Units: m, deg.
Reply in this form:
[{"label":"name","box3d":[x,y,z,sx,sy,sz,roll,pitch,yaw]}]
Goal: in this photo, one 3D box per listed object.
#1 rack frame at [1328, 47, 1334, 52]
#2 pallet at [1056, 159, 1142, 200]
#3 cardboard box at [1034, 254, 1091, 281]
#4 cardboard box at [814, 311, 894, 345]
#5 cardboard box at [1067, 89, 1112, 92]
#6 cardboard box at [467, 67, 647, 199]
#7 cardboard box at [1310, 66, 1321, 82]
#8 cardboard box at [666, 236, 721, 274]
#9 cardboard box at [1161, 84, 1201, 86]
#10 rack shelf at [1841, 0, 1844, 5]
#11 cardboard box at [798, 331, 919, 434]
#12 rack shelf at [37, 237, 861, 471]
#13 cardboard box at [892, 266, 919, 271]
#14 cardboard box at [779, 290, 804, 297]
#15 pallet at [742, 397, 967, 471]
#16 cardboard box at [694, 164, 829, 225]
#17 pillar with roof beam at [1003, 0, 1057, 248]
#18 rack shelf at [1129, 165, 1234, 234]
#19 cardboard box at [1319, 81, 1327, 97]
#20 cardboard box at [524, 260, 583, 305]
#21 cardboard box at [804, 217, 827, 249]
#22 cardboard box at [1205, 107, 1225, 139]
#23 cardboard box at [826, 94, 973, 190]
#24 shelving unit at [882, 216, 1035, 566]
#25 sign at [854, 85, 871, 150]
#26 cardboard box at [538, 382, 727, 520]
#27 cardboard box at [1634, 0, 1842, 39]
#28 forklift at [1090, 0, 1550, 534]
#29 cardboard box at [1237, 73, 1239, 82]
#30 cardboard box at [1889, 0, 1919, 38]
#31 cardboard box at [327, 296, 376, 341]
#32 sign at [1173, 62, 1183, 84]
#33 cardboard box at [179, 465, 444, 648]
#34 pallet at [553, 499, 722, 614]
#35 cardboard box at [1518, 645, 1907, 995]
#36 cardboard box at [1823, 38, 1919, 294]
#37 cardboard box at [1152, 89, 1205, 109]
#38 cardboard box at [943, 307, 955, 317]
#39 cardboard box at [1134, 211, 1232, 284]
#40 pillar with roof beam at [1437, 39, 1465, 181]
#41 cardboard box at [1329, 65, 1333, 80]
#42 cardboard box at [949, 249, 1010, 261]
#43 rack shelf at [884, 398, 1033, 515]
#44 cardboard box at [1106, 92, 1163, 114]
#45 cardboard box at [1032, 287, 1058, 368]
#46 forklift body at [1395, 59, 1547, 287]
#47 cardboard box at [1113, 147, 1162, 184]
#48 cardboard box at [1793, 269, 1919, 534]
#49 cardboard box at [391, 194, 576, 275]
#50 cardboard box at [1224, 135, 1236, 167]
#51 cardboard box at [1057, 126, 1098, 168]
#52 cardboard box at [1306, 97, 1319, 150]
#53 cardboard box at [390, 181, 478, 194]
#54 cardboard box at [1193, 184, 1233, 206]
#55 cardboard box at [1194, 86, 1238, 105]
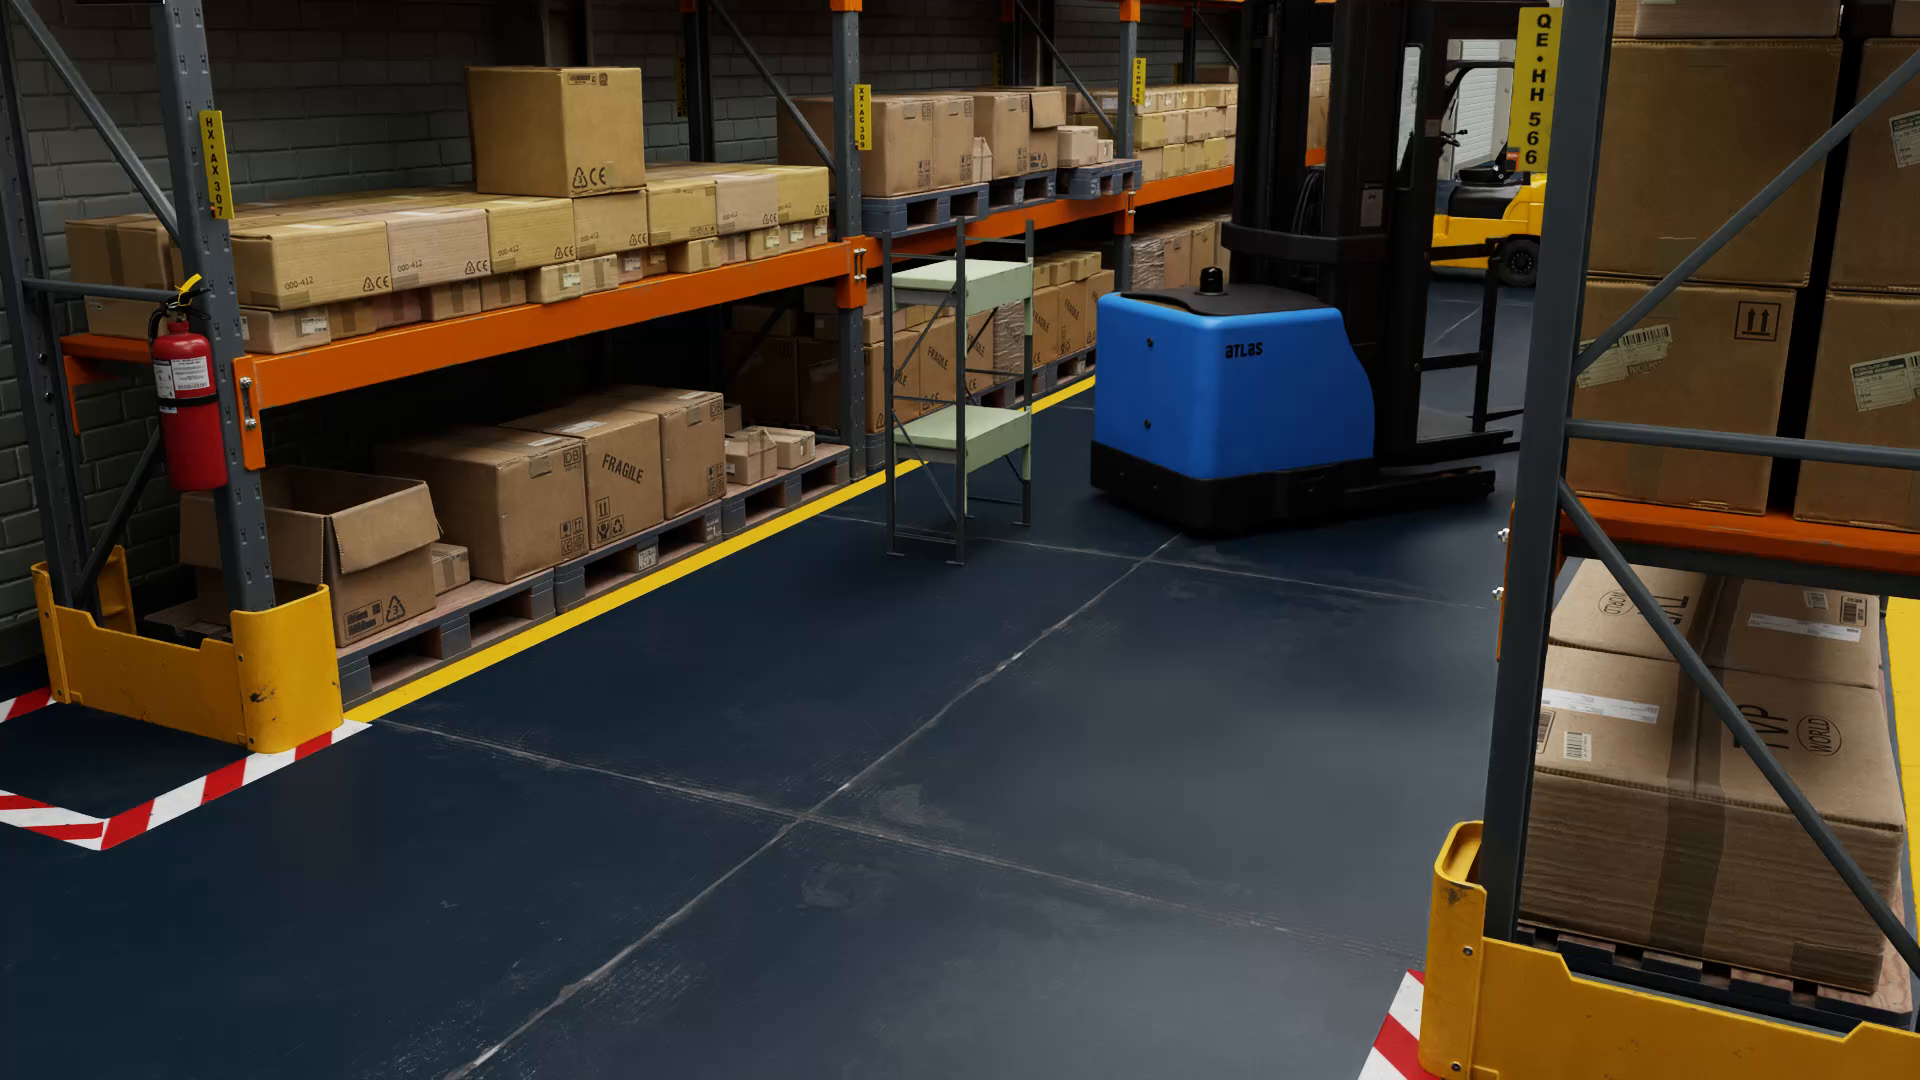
[{"label":"rack frame","box3d":[4.370,-4.885,19.203,1.000,3.000,0.127,8,18,25]},{"label":"pallet","box3d":[0.555,-2.574,11.758,1.213,0.211,1.003,8,18,25]},{"label":"cardboard box","box3d":[0.707,-1.930,11.766,0.380,0.149,0.250,7,18,23]},{"label":"cardboard box","box3d":[-0.594,-1.200,9.309,0.380,0.149,0.250,9,19,28]},{"label":"cardboard box","box3d":[0.994,-3.525,13.310,0.380,0.149,0.250,8,18,24]},{"label":"cardboard box","box3d":[-1.666,-1.703,6.914,0.500,0.500,0.500,9,19,27]},{"label":"cardboard box","box3d":[3.339,-4.608,16.432,0.380,0.149,0.250,9,19,27]},{"label":"cardboard box","box3d":[-1.331,-1.324,7.656,0.380,0.149,0.250,8,18,25]},{"label":"cardboard box","box3d":[1.954,-4.038,15.035,0.380,0.149,0.250,8,18,25]},{"label":"rack shelf","box3d":[7.918,-4.838,15.040,1.077,0.370,4.000,8,18,25]},{"label":"cardboard box","box3d":[-0.575,-0.926,9.526,0.500,0.500,0.500,9,19,28]},{"label":"rack shelf","box3d":[-1.886,-0.974,7.299,1.077,0.370,4.000,8,18,25]},{"label":"cardboard box","box3d":[-0.247,-1.732,11.100,0.380,0.149,0.250,8,18,26]},{"label":"cardboard box","box3d":[-0.872,-1.403,9.995,0.380,0.149,0.250,8,18,26]},{"label":"pallet","box3d":[-0.663,-0.704,10.023,1.003,0.211,1.213,8,18,25]},{"label":"cardboard box","box3d":[-1.002,-1.738,8.350,0.500,0.250,0.500,9,19,27]},{"label":"pillar with roof beam","box3d":[4.423,-5.622,11.148,9.100,9.000,0.400,8,18,25]},{"label":"rack shelf","box3d":[1.689,-3.012,14.160,1.077,0.370,4.000,8,18,25]},{"label":"cardboard box","box3d":[3.461,-4.529,16.689,0.380,0.149,0.250,8,18,25]},{"label":"cardboard box","box3d":[-1.767,-1.060,6.765,0.380,0.149,0.250,8,18,24]},{"label":"cardboard box","box3d":[-0.909,-1.595,8.566,0.380,0.149,0.250,8,18,26]},{"label":"cardboard box","box3d":[1.892,-3.489,13.887,0.500,0.250,0.500,8,18,26]},{"label":"cardboard box","box3d":[-0.345,-2.304,9.601,0.700,0.500,0.500,8,18,26]},{"label":"shelving unit","box3d":[0.003,-0.721,7.817,0.431,1.500,0.755,8,18,25]},{"label":"sign","box3d":[-0.503,-2.176,8.563,0.100,0.325,0.005,8,18,25]},{"label":"cardboard box","box3d":[-1.541,-0.433,7.868,0.700,0.500,0.500,7,18,23]},{"label":"cardboard box","box3d":[1.644,-1.134,3.503,0.380,0.149,0.250,8,18,26]},{"label":"forklift","box3d":[2.233,-1.712,8.639,3.031,2.935,1.130,-8,19,-26]},{"label":"cardboard box","box3d":[2.604,-4.546,16.224,0.380,0.149,0.250,8,18,24]},{"label":"cardboard box","box3d":[2.069,-1.072,3.295,0.380,0.149,0.250,9,19,27]},{"label":"cardboard box","box3d":[-2.315,-0.809,5.919,0.380,0.149,0.250,9,19,27]},{"label":"sign","box3d":[2.085,-4.389,15.874,0.100,0.325,0.005,8,18,25]},{"label":"cardboard box","box3d":[-2.422,0.042,6.261,0.797,0.503,0.637,7,18,23]},{"label":"pallet","box3d":[-1.844,-0.005,7.670,1.003,0.211,1.213,8,18,25]},{"label":"cardboard box","box3d":[1.868,0.667,4.272,0.875,0.438,0.875,7,18,24]},{"label":"cardboard box","box3d":[2.132,-0.792,3.491,0.500,0.500,0.500,8,18,24]},{"label":"cardboard box","box3d":[1.768,-3.580,13.494,0.380,0.149,0.250,9,19,27]},{"label":"cardboard box","box3d":[-0.180,-1.478,10.244,0.380,0.149,0.250,8,18,25]},{"label":"cardboard box","box3d":[2.006,-2.598,14.936,0.875,0.625,0.625,8,18,25]},{"label":"pillar with roof beam","box3d":[12.466,-10.207,26.585,9.100,9.000,0.400,8,18,25]},{"label":"cardboard box","box3d":[3.718,-4.877,17.338,0.380,0.149,0.250,8,18,26]},{"label":"cardboard box","box3d":[0.140,-2.004,12.016,0.380,0.149,0.250,9,19,27]},{"label":"rack shelf","box3d":[0.003,-0.408,7.909,0.431,0.370,0.720,8,18,25]},{"label":"cardboard box","box3d":[1.319,-3.318,12.612,0.380,0.149,0.250,9,19,27]},{"label":"cardboard box","box3d":[0.334,-1.455,11.309,0.500,0.500,0.500,9,19,28]},{"label":"forklift body","box3d":[5.154,-3.763,16.916,2.313,2.155,1.214,8,18,25]},{"label":"cardboard box","box3d":[1.212,-2.857,12.639,0.500,0.250,0.500,8,18,26]},{"label":"cardboard box","box3d":[2.134,-0.313,3.633,0.500,0.500,0.500,8,18,25]},{"label":"cardboard box","box3d":[-1.887,-1.219,6.603,0.500,0.250,0.500,8,18,24]},{"label":"cardboard box","box3d":[2.122,-3.381,14.403,0.500,0.250,0.500,8,18,26]},{"label":"cardboard box","box3d":[0.613,-2.667,11.260,0.500,0.250,0.500,7,18,23]},{"label":"cardboard box","box3d":[3.232,-4.129,16.481,0.500,0.500,0.500,8,19,26]},{"label":"cardboard box","box3d":[-2.121,-1.421,7.281,0.500,0.250,0.500,8,18,25]},{"label":"cardboard box","box3d":[2.629,-3.379,16.467,0.500,0.250,0.500,9,19,26]},{"label":"cardboard box","box3d":[2.201,-3.843,14.381,0.380,0.149,0.250,8,18,24]}]
